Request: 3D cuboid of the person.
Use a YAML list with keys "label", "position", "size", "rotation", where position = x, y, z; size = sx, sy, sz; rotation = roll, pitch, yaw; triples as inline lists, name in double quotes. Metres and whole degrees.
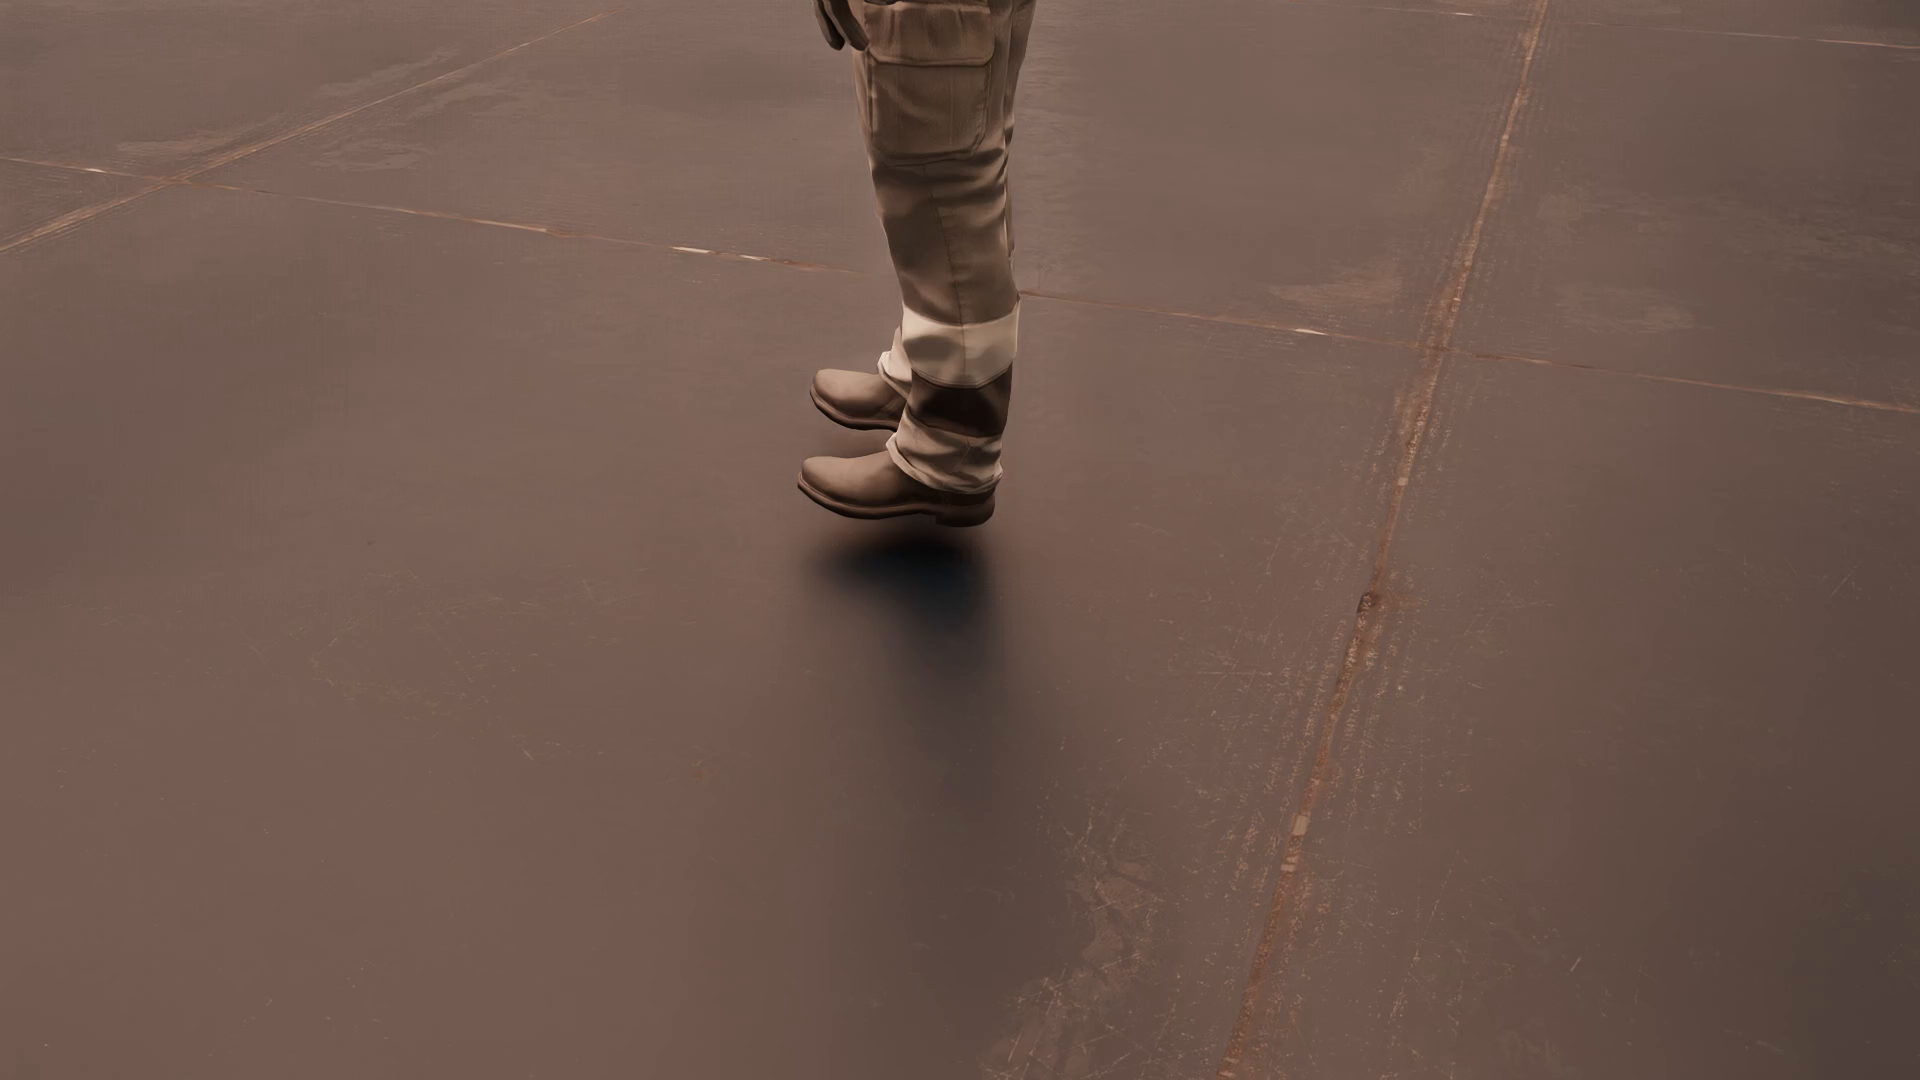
- label: "person"
  position: [-0.071, -0.839, 2.070]
  size: [0.561, 1.789, 0.637]
  rotation: [10, 31, 18]
